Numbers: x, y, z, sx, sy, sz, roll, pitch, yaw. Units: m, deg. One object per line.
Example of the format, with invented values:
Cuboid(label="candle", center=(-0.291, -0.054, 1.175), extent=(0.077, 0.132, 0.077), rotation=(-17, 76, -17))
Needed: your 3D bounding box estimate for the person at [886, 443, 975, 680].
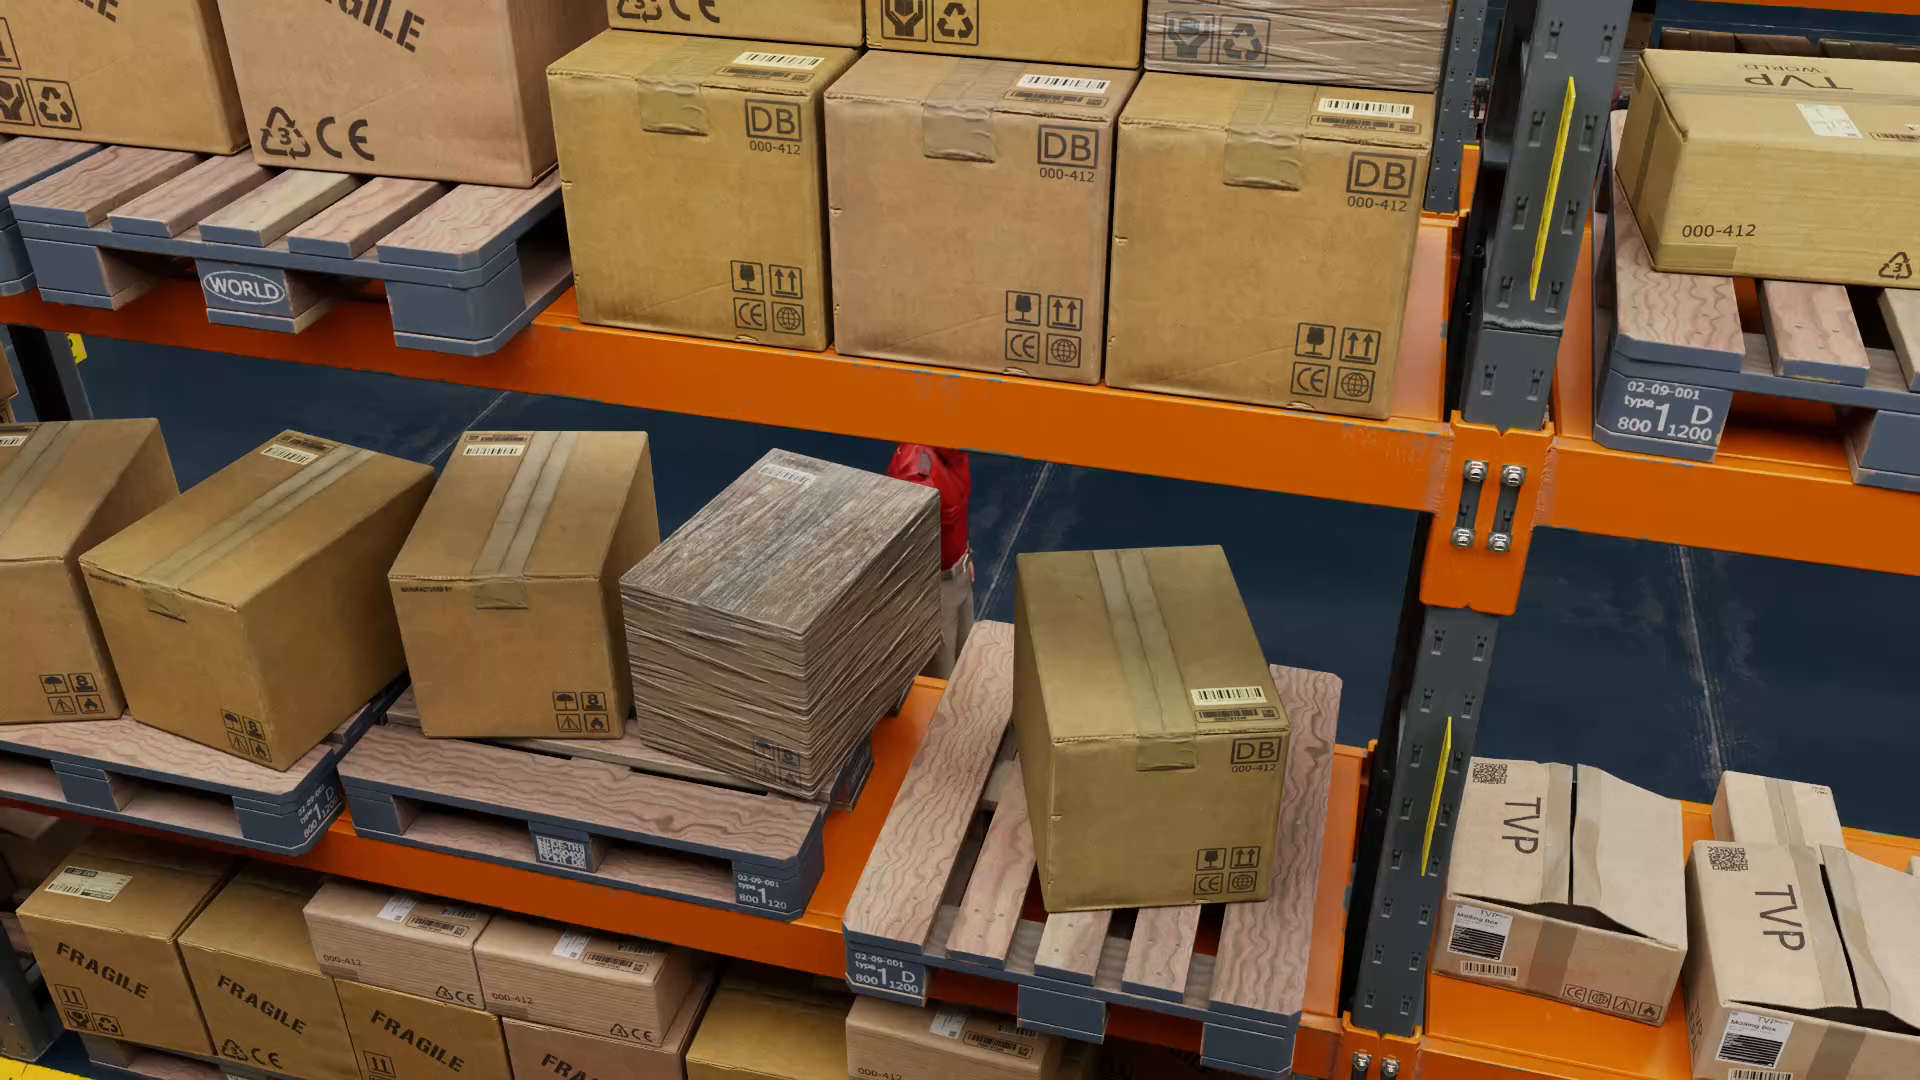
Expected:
Cuboid(label="person", center=(-0.088, 0.173, 5.881), extent=(0.388, 1.726, 0.590), rotation=(8, 33, 12))
